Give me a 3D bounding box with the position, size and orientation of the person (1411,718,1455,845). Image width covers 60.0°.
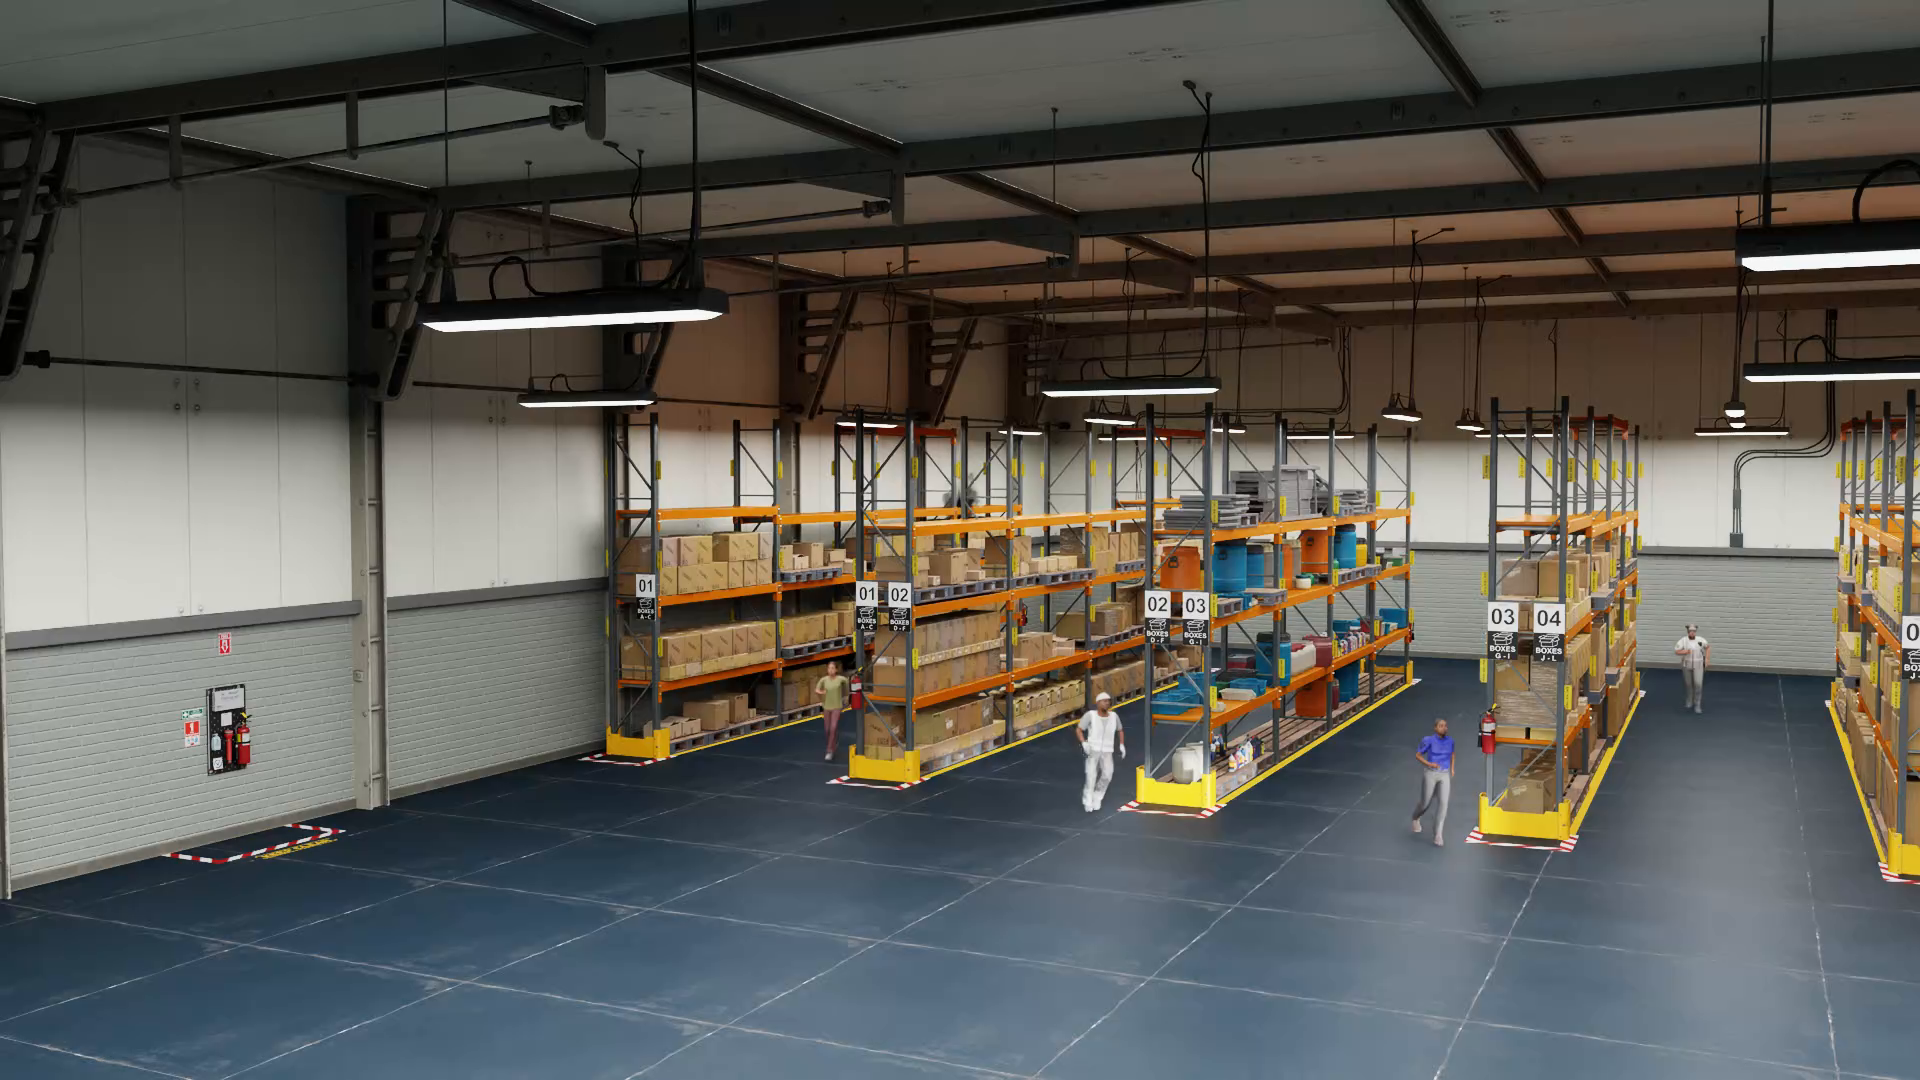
[{"bbox_3d":[6.451,3.226,22.504,0.610,1.651,0.879,0,2,-4],"label":"person"}]

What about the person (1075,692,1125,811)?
[{"bbox_3d":[2.070,3.108,24.357,0.745,1.727,0.572,0,2,-6],"label":"person"}]

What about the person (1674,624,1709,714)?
[{"bbox_3d":[15.194,2.644,34.543,0.655,1.818,0.923,1,3,24],"label":"person"}]

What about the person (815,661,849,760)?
[{"bbox_3d":[-2.211,2.926,28.836,0.607,1.658,0.936,0,2,9],"label":"person"}]
